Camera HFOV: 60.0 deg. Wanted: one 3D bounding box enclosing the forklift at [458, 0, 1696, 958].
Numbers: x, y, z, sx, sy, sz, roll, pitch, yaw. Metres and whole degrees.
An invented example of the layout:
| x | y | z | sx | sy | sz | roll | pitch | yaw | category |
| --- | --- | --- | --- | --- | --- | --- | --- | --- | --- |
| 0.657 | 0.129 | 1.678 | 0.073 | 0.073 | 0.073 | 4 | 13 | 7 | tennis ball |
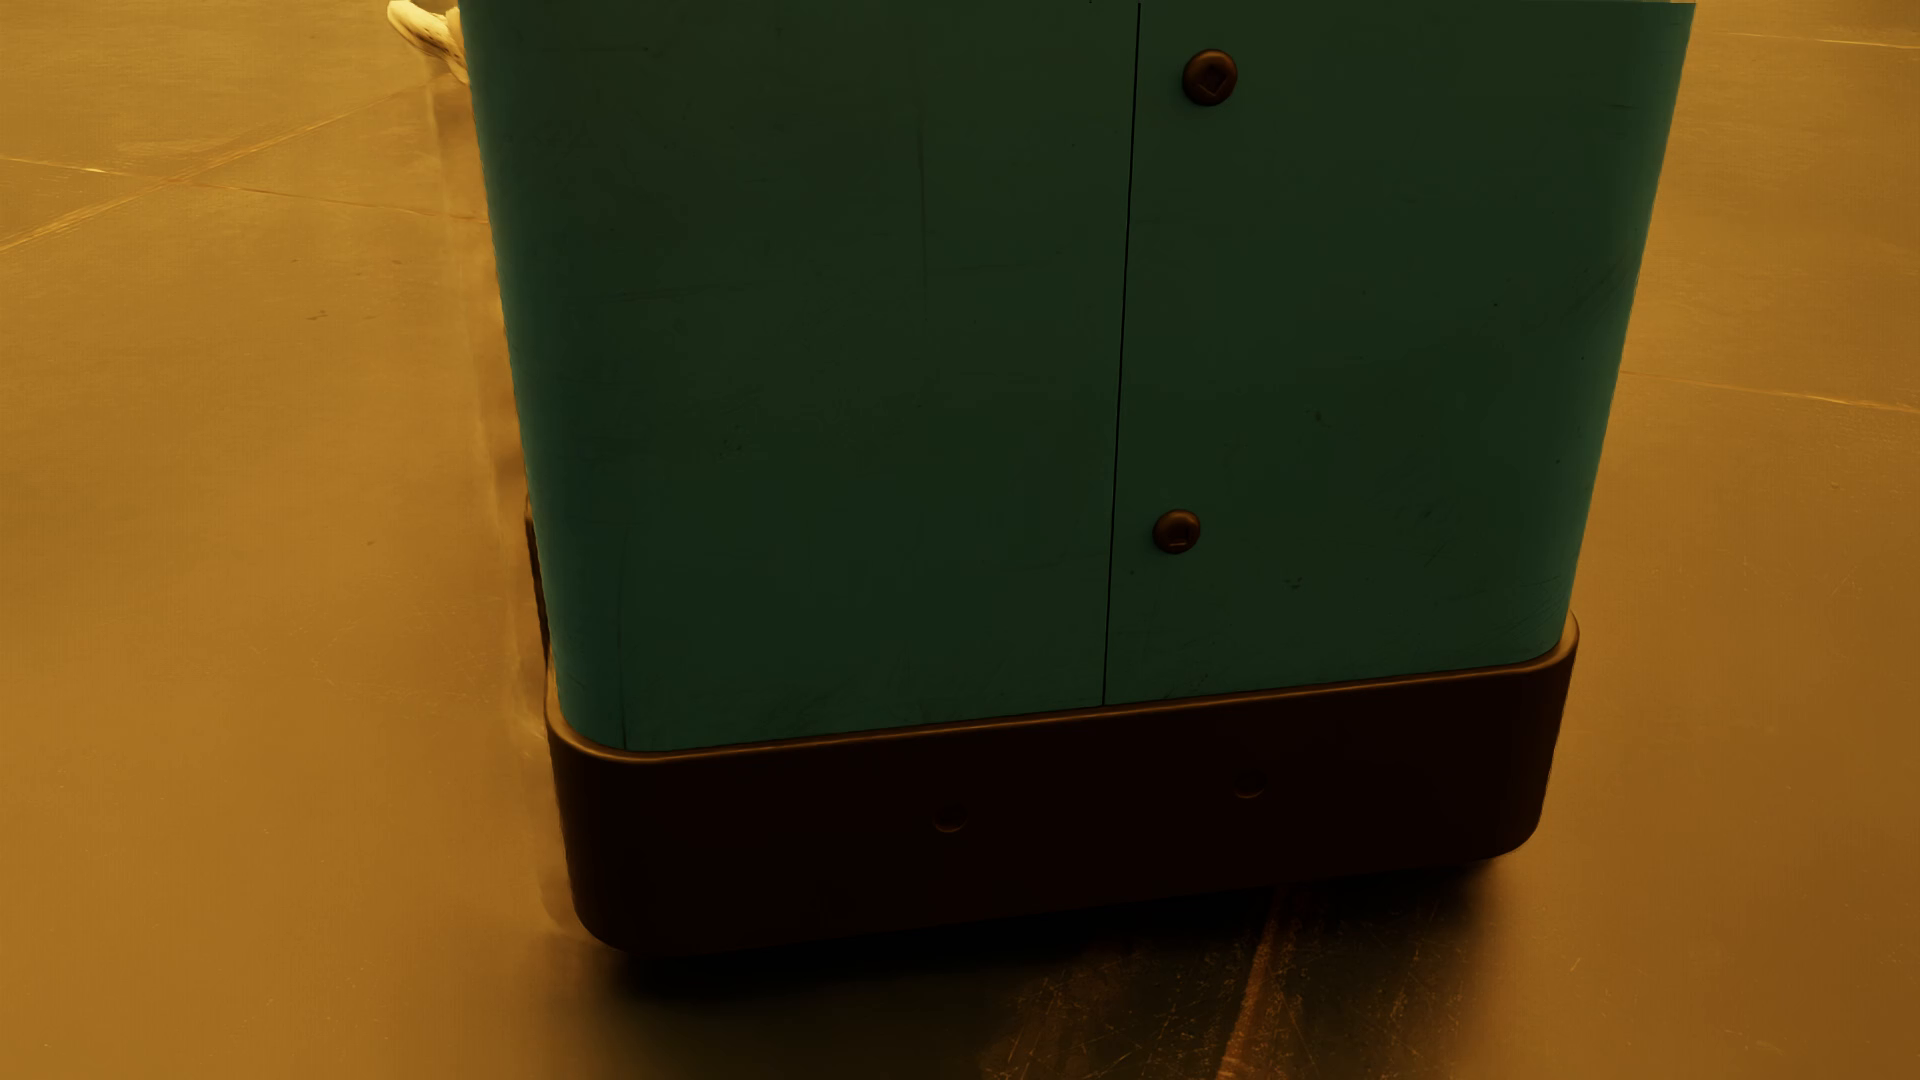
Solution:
| x | y | z | sx | sy | sz | roll | pitch | yaw | category |
| --- | --- | --- | --- | --- | --- | --- | --- | --- | --- |
| -0.122 | -1.574 | 2.305 | 1.130 | 2.935 | 3.031 | -5 | 30 | -9 | forklift |

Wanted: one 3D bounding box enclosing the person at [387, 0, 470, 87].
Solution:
| x | y | z | sx | sy | sz | roll | pitch | yaw | category |
| --- | --- | --- | --- | --- | --- | --- | --- | --- | --- |
| -1.037 | -1.713 | 4.011 | 1.164 | 1.445 | 1.027 | 1 | 30 | 1 | person |
